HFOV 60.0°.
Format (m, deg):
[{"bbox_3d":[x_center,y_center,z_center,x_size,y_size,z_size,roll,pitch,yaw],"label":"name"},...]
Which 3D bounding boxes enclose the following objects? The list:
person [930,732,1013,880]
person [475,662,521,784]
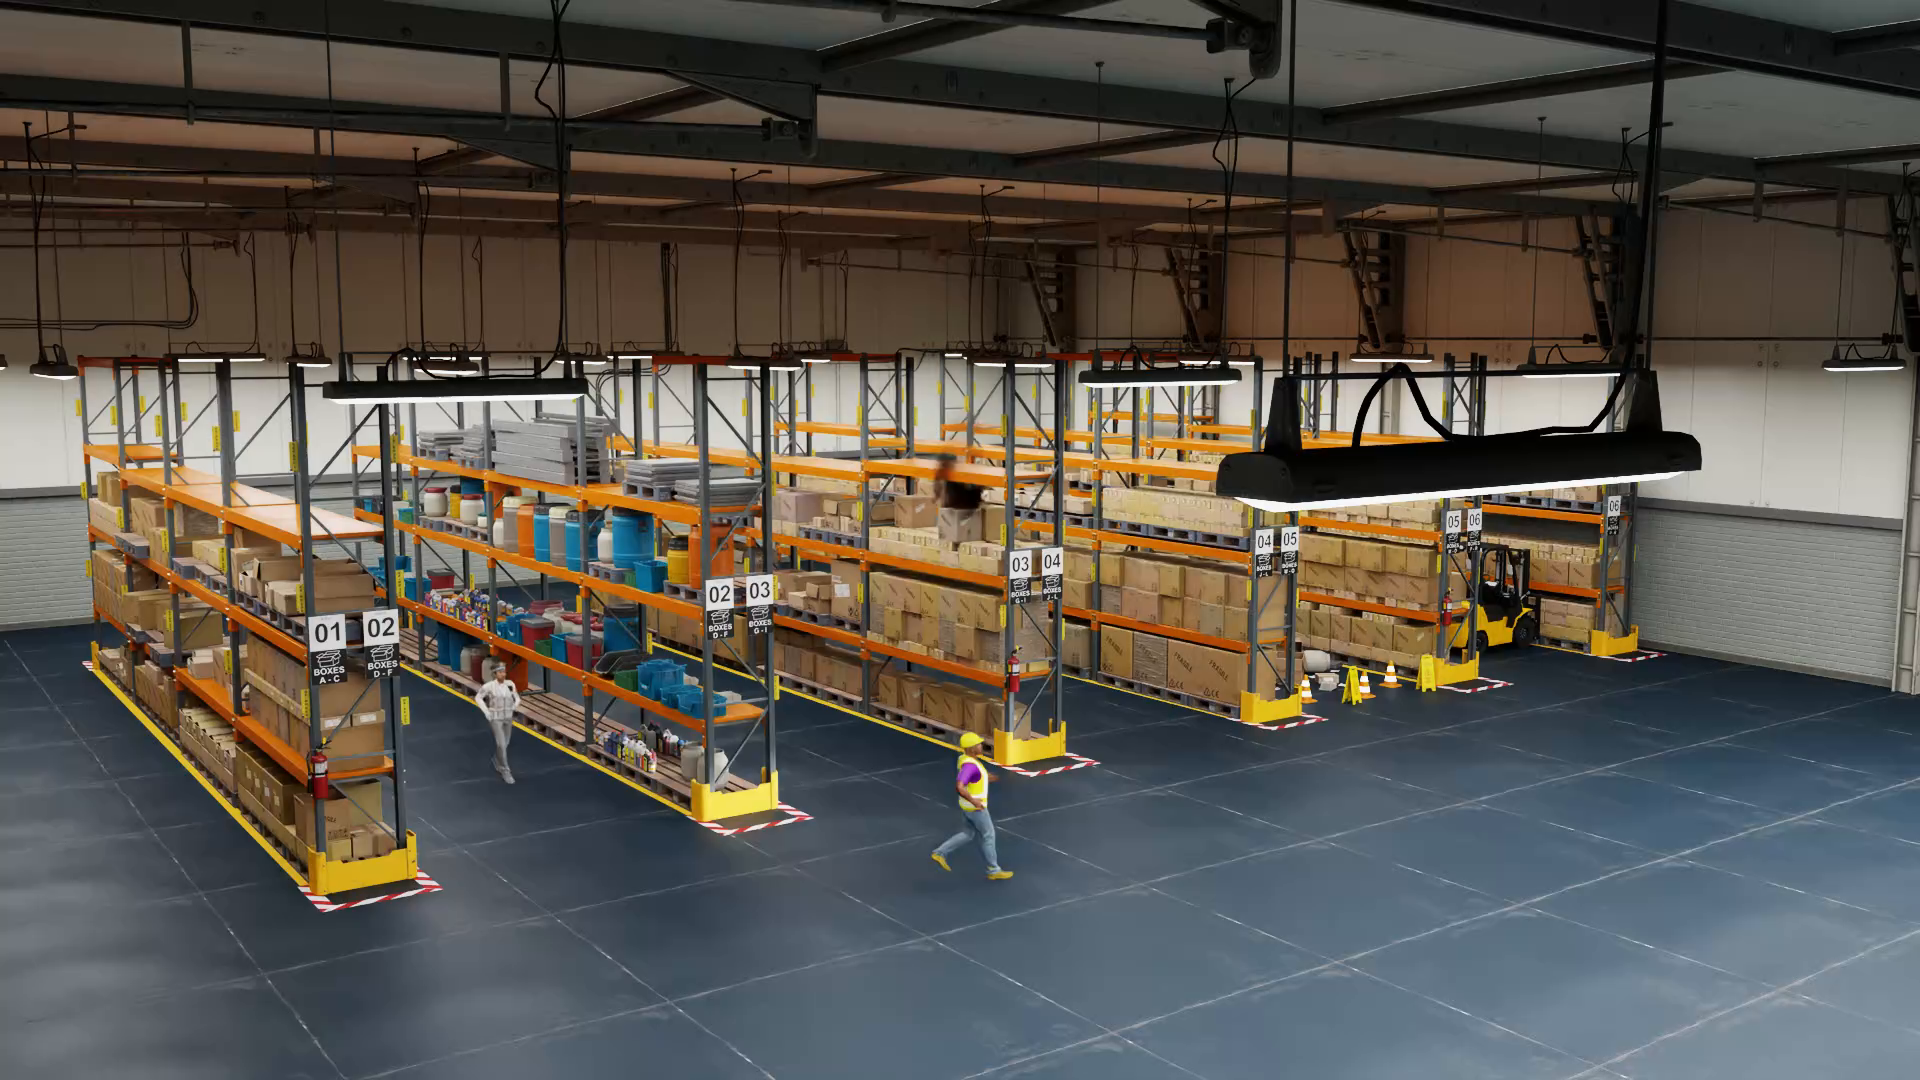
[{"bbox_3d":[0.146,3.101,19.391,0.968,1.747,0.710,-1,7,-10],"label":"person"},{"bbox_3d":[-6.607,2.591,23.946,0.615,1.716,0.765,-6,9,-40],"label":"person"}]
